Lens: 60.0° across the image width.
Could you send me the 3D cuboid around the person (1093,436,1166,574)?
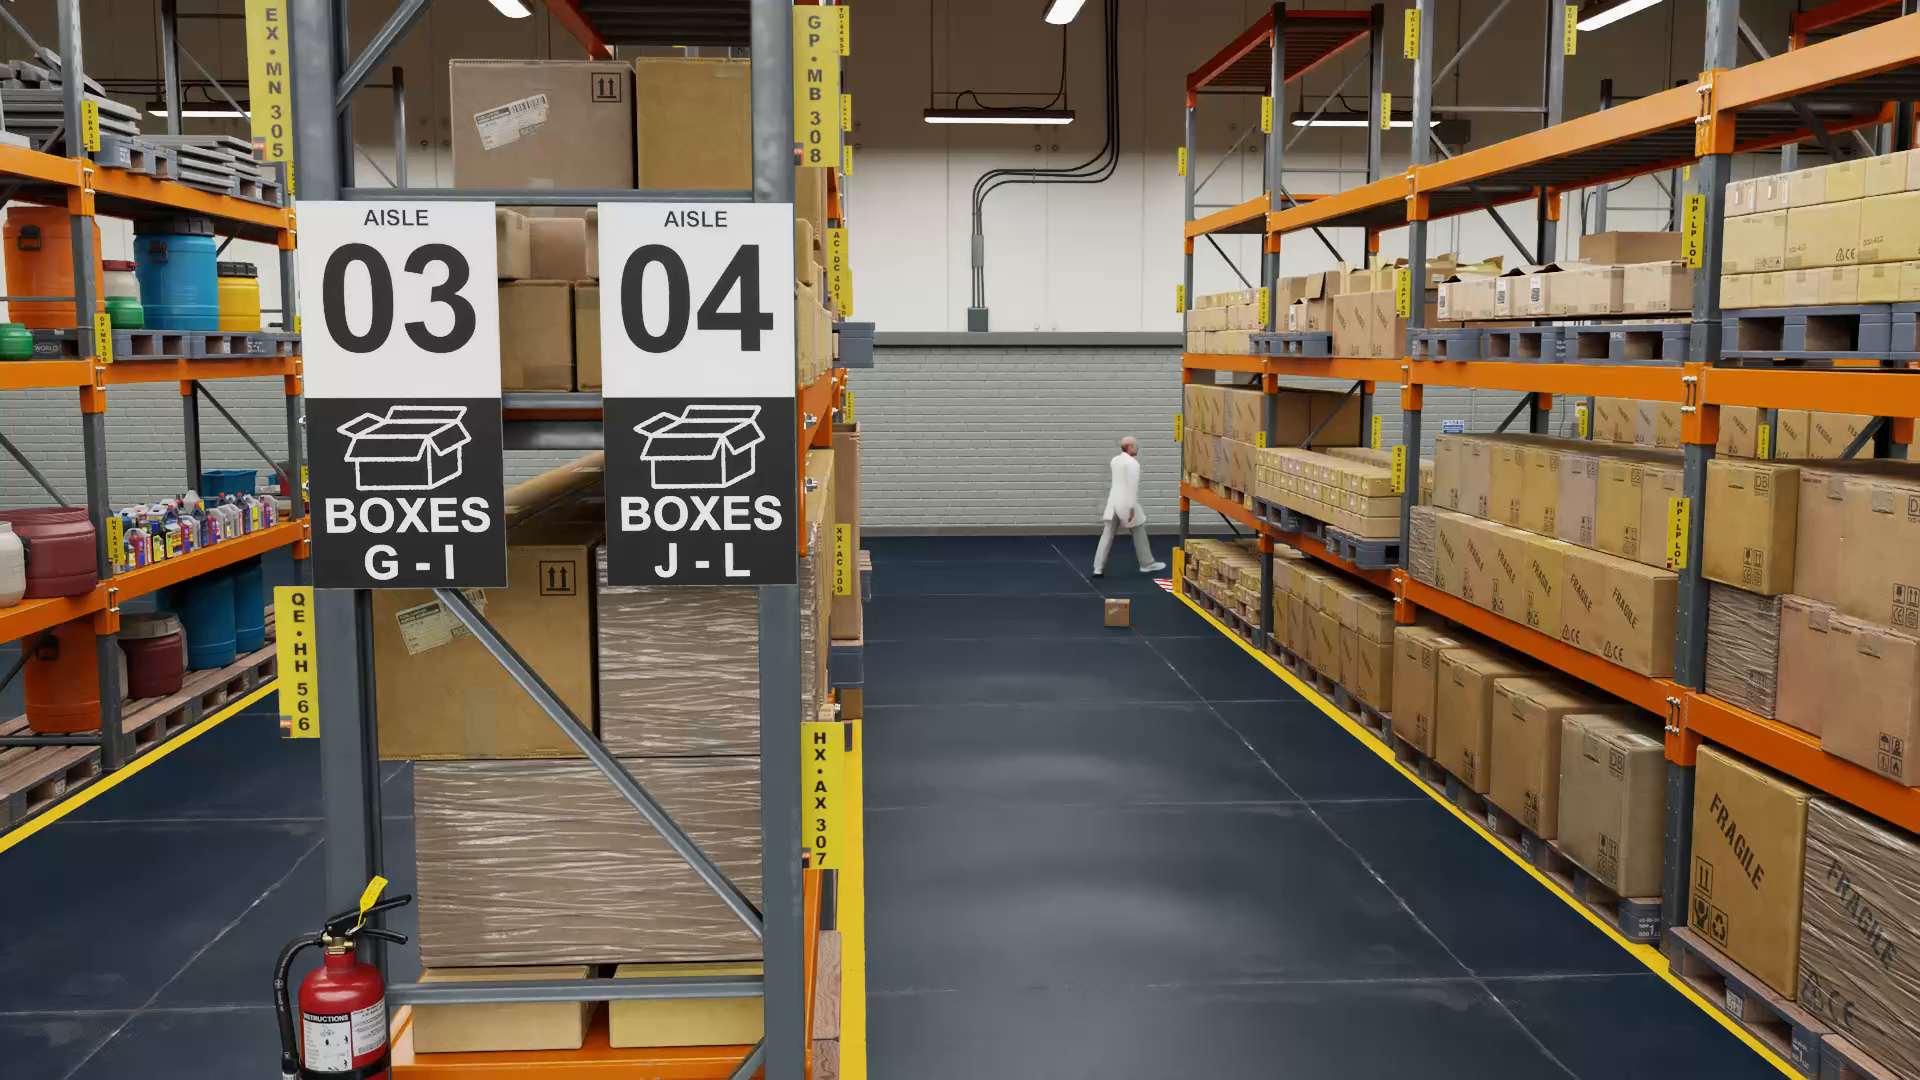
[{"bbox_3d":[2.130,-0.446,20.974,1.025,1.725,0.624,-5,8,-38],"label":"person"}]
